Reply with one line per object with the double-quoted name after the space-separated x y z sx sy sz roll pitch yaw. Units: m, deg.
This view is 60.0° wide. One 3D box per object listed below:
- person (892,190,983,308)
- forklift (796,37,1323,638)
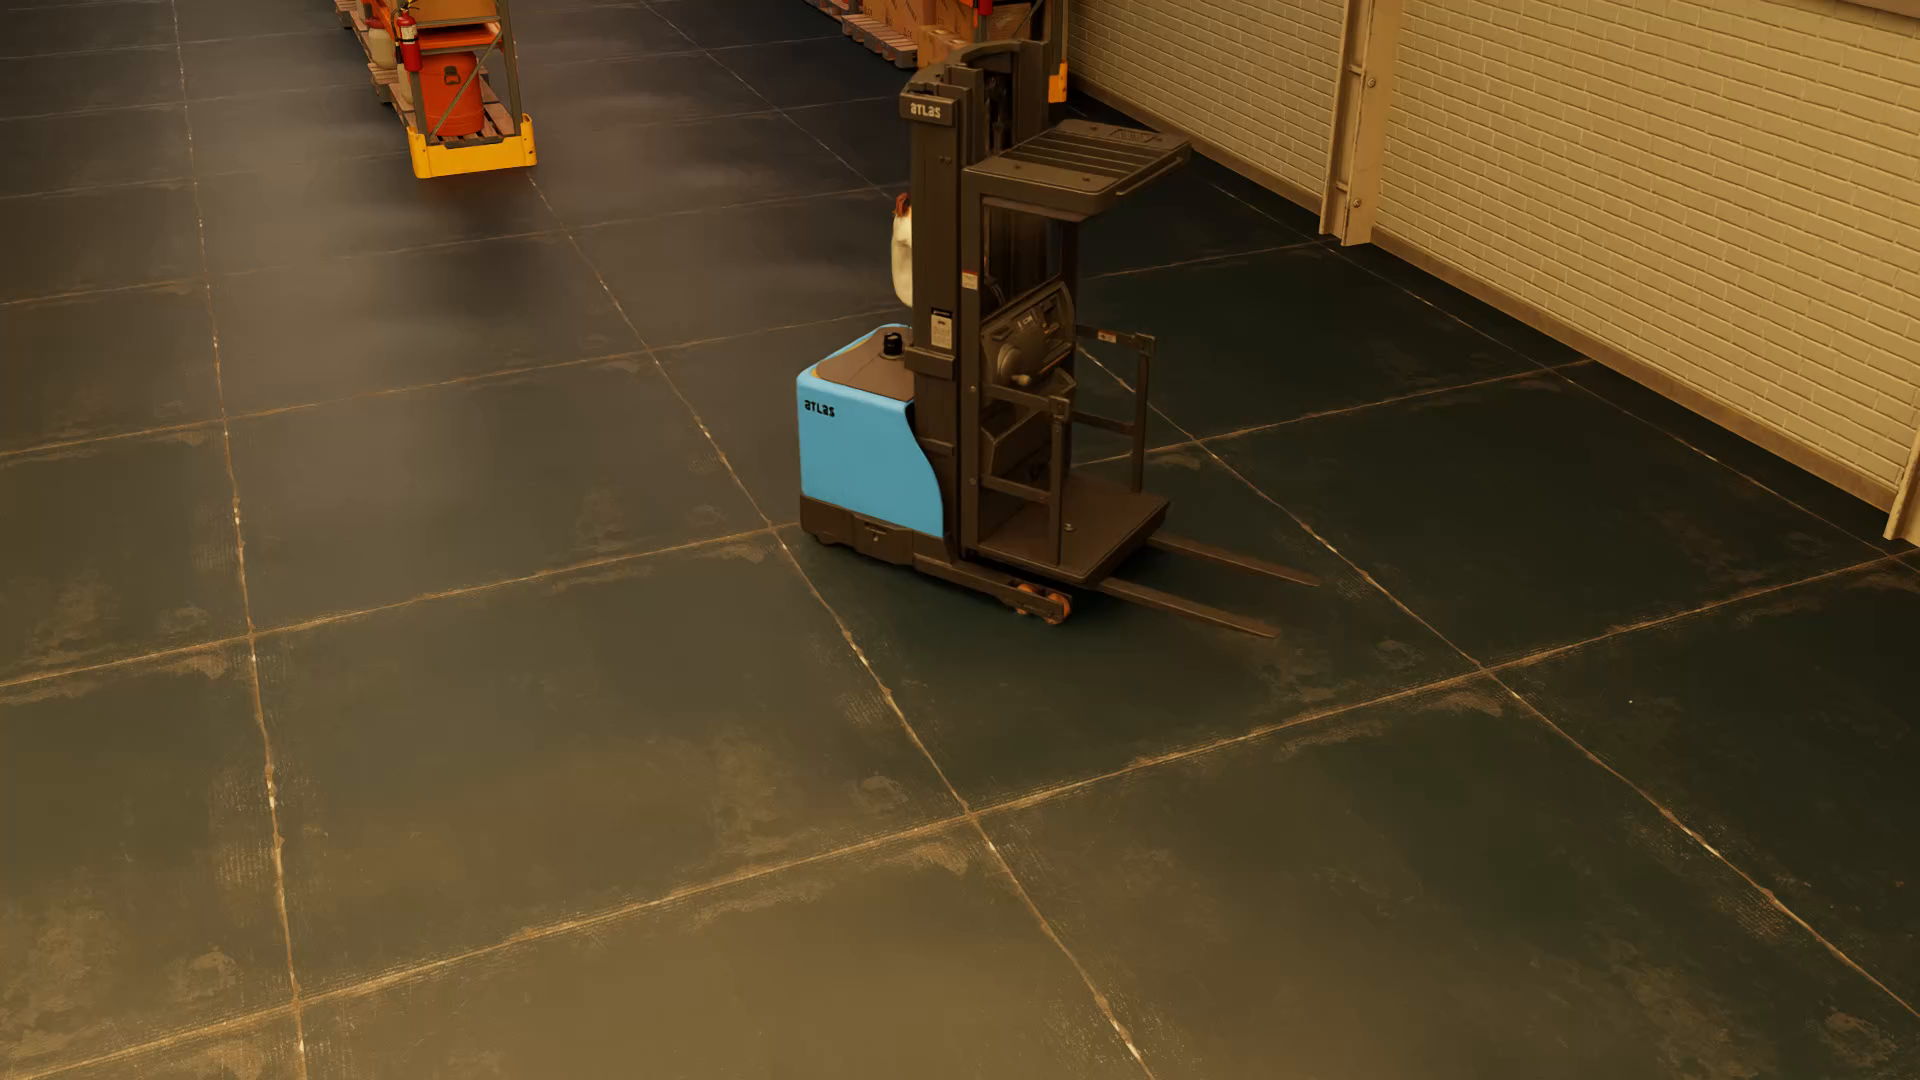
-0.137 -1.873 11.870 0.694 1.466 0.913 -2 30 -4 "person"
0.554 -1.106 9.055 3.031 2.935 1.130 17 34 27 "forklift"
